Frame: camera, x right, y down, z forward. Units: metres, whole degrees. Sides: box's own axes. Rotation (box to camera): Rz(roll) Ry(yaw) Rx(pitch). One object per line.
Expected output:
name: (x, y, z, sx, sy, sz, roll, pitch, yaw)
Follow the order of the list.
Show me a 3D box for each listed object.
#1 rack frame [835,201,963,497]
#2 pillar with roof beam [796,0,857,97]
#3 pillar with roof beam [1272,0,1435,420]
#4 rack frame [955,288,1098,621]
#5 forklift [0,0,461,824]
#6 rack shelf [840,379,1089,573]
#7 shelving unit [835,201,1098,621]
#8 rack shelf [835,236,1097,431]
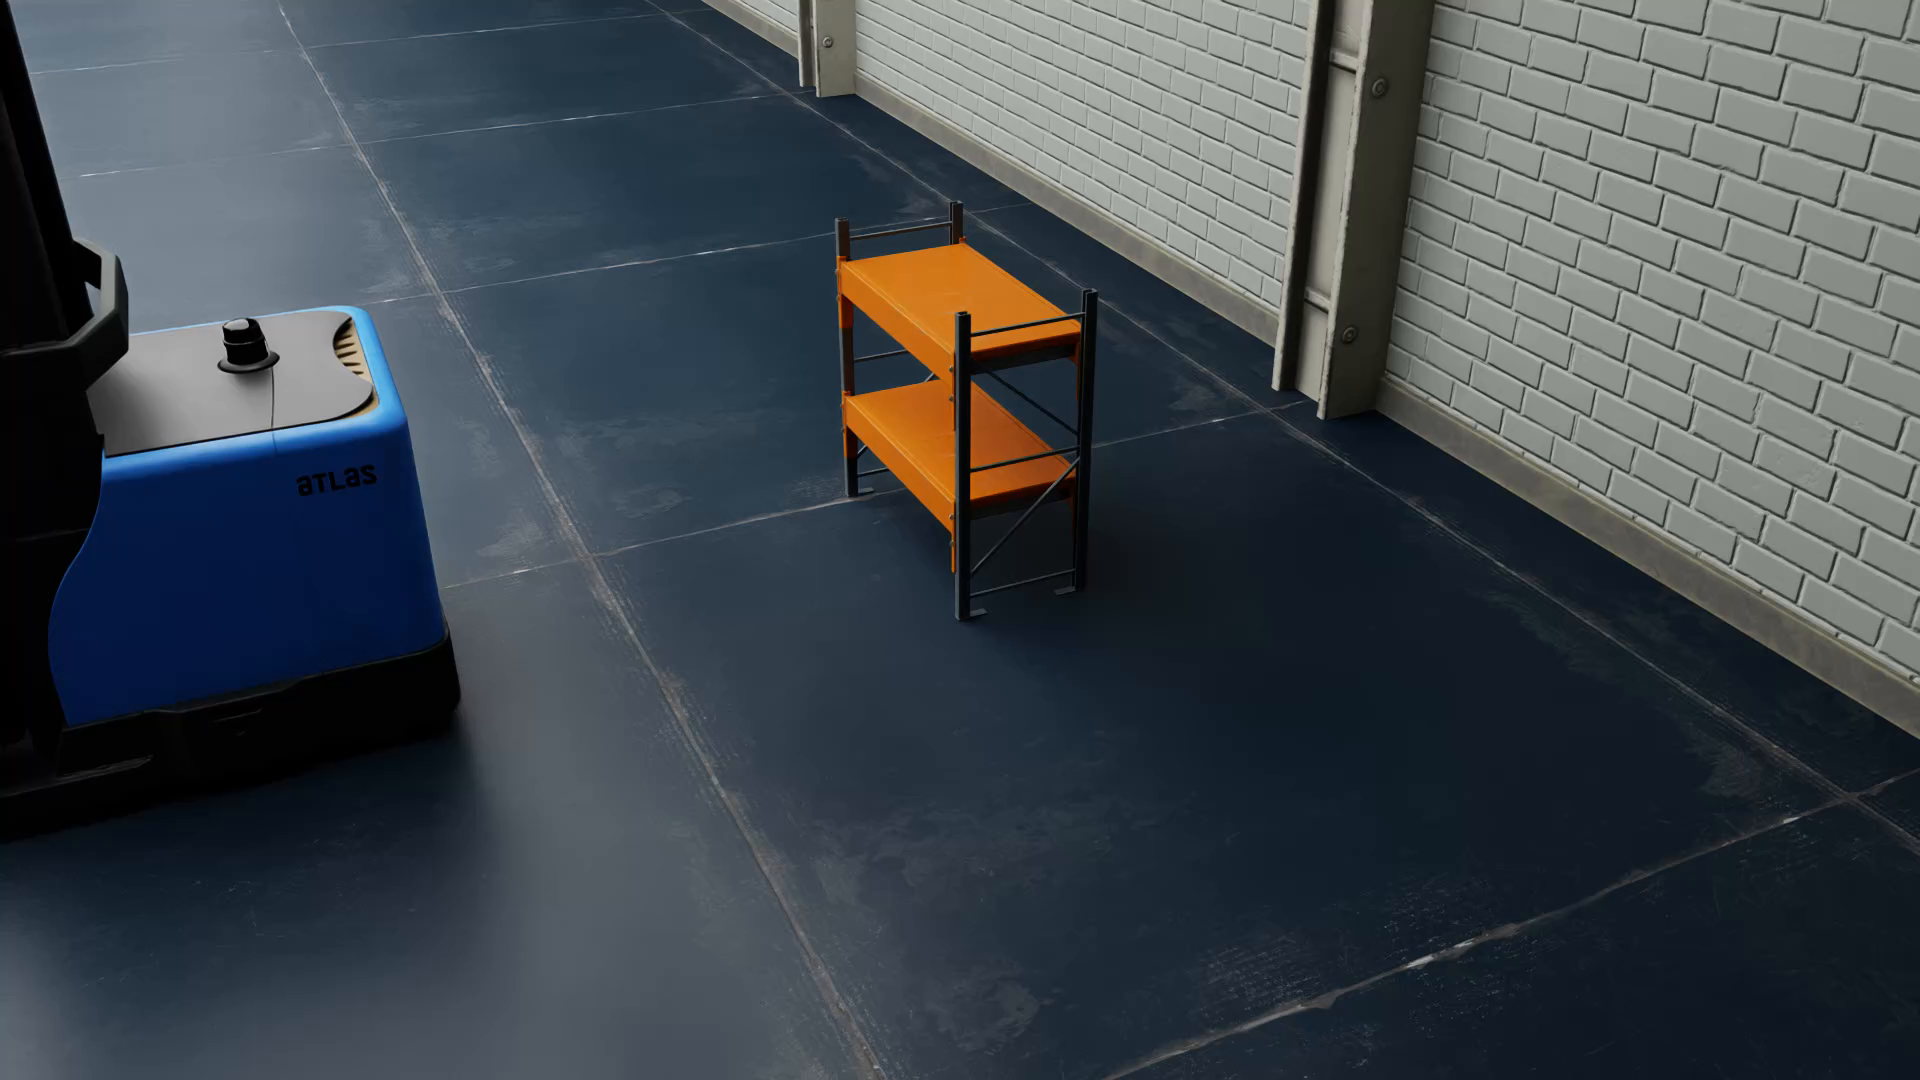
rack frame: (-0.221, -0.718, 6.381, 0.500, 1.125, 0.032, -13, 32, -22)
pillar with roof beam: (-4.842, -6.307, 8.296, 9.100, 9.000, 0.400, -13, 32, -22)
pillar with roof beam: (-2.266, -3.656, 3.570, 9.100, 9.000, 0.400, -13, 32, -22)
rack frame: (0.215, -0.269, 5.580, 0.500, 1.125, 0.032, -13, 32, -22)
forklift: (-3.130, -0.622, 4.363, 3.031, 2.935, 1.130, -12, 31, -21)
rack shelf: (-0.003, -0.280, 6.100, 0.538, 0.278, 1.000, -13, 32, -22)
shelving unit: (-0.003, -0.494, 5.980, 0.538, 1.125, 1.048, -13, 32, -22)
rack shelf: (-0.003, -0.749, 5.837, 0.538, 0.278, 1.000, -13, 32, -22)
